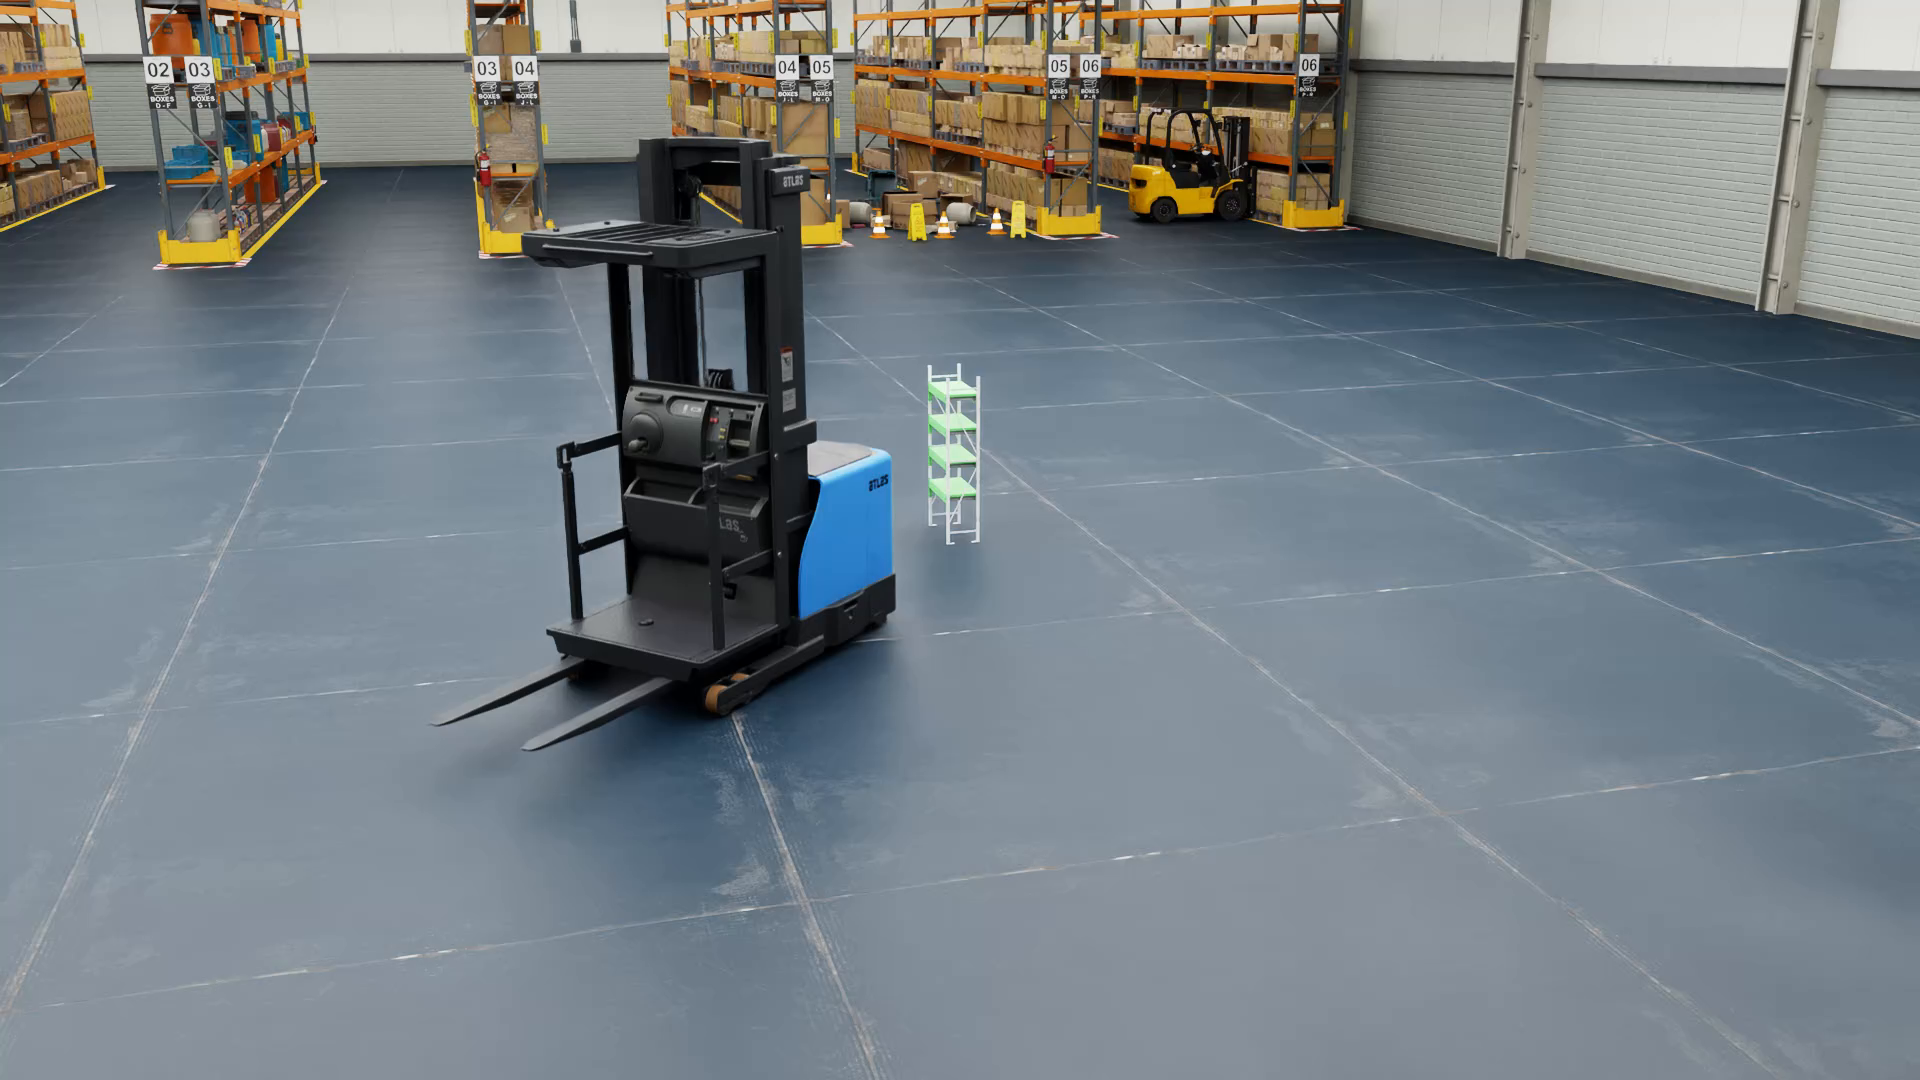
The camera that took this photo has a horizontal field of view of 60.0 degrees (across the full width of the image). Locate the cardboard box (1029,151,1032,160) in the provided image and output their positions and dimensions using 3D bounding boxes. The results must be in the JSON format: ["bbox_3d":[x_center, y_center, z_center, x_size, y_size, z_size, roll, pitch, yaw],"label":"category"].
[{"bbox_3d":[1.509,-7.222,31.216,0.380,0.149,0.250,-5,17,-16],"label":"cardboard box"}]

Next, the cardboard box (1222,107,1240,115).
[{"bbox_3d":[5.694,-8.947,34.705,0.380,0.149,0.250,-4,17,-14],"label":"cardboard box"}]

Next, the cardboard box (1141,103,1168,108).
[{"bbox_3d":[4.626,-10.132,39.563,0.500,0.500,0.500,-4,17,-13],"label":"cardboard box"}]

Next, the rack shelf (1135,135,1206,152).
[{"bbox_3d":[5.166,-8.830,37.385,1.077,0.370,4.000,-5,17,-15],"label":"rack shelf"}]

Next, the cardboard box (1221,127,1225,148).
[{"bbox_3d":[5.746,-8.383,34.473,0.500,0.500,0.500,-4,17,-14],"label":"cardboard box"}]

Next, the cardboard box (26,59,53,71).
[{"bbox_3d":[-20.204,-10.394,36.387,0.500,0.250,0.500,-5,17,-15],"label":"cardboard box"}]

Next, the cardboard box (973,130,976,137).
[{"bbox_3d":[0.482,-8.504,34.754,0.380,0.149,0.250,-5,17,-17],"label":"cardboard box"}]

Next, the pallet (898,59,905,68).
[{"bbox_3d":[-0.955,-11.536,40.261,0.805,0.209,1.217,-5,18,-17],"label":"pallet"}]

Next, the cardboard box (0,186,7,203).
[{"bbox_3d":[-18.679,-6.653,31.961,0.500,0.311,0.500,-5,17,-16],"label":"cardboard box"}]

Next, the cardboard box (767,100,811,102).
[{"bbox_3d":[-3.016,-7.707,30.259,0.875,0.550,0.550,-5,17,-15],"label":"cardboard box"}]

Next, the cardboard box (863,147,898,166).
[{"bbox_3d":[-2.076,-10.347,44.907,0.875,0.438,0.875,-5,18,-17],"label":"cardboard box"}]

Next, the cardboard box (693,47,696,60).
[{"bbox_3d":[-5.946,-11.357,38.756,0.500,0.311,0.500,-5,17,-16],"label":"cardboard box"}]

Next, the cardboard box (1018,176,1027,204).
[{"bbox_3d":[1.426,-6.710,31.822,0.500,0.500,0.500,-4,17,-13],"label":"cardboard box"}]

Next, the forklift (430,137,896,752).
[{"bbox_3d":[-1.568,-0.619,8.917,1.130,2.935,3.031,9,19,28],"label":"forklift"}]

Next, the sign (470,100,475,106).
[{"bbox_3d":[-10.216,-9.061,34.889,0.100,0.325,0.005,-5,17,-15],"label":"sign"}]

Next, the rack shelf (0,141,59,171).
[{"bbox_3d":[-19.759,-7.977,34.546,1.077,0.370,4.000,-5,17,-15],"label":"rack shelf"}]

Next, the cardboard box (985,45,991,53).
[{"bbox_3d":[0.717,-9.813,33.244,0.380,0.149,0.250,-5,17,-16],"label":"cardboard box"}]

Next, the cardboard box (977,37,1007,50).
[{"bbox_3d":[0.663,-10.184,34.088,0.500,0.250,0.500,-4,17,-14],"label":"cardboard box"}]

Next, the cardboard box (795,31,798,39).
[{"bbox_3d":[-2.752,-9.048,29.793,0.380,0.149,0.250,-5,17,-16],"label":"cardboard box"}]

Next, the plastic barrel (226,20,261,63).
[{"bbox_3d":[-14.599,-10.160,33.871,0.600,0.830,0.708,-5,17,-15],"label":"plastic barrel"}]

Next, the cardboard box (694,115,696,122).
[{"bbox_3d":[-5.888,-9.667,38.110,0.380,0.149,0.250,-5,17,-16],"label":"cardboard box"}]

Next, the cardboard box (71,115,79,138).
[{"bbox_3d":[-20.607,-9.506,38.211,0.500,0.500,0.500,-5,17,-16],"label":"cardboard box"}]

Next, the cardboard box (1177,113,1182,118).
[{"bbox_3d":[5.029,-9.408,36.757,0.380,0.149,0.250,-5,17,-15],"label":"cardboard box"}]

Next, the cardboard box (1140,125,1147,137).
[{"bbox_3d":[4.504,-9.514,38.672,0.500,0.250,0.500,-5,17,-15],"label":"cardboard box"}]

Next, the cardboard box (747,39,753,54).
[{"bbox_3d":[-3.643,-9.129,30.754,0.500,0.250,0.500,-5,17,-16],"label":"cardboard box"}]

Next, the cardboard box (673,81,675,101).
[{"bbox_3d":[-7.072,-11.513,42.637,0.500,0.500,0.500,-4,17,-14],"label":"cardboard box"}]

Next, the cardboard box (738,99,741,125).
[{"bbox_3d":[-4.073,-8.614,33.504,0.700,0.500,0.500,-5,17,-16],"label":"cardboard box"}]

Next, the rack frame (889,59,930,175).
[{"bbox_3d":[-1.254,-10.441,41.496,1.000,3.000,0.127,-5,17,-15],"label":"rack frame"}]

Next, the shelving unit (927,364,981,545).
[{"bbox_3d":[-0.045,-0.620,11.932,0.258,1.200,0.503,-5,17,-15],"label":"shelving unit"}]

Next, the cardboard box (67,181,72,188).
[{"bbox_3d":[-20.463,-8.101,37.866,0.380,0.166,0.250,-5,17,-15],"label":"cardboard box"}]

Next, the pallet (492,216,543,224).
[{"bbox_3d":[-8.365,-5.926,31.313,1.003,0.211,1.213,-5,17,-15],"label":"pallet"}]

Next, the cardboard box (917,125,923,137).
[{"bbox_3d":[-0.699,-9.522,38.698,0.500,0.250,0.500,-4,17,-14],"label":"cardboard box"}]

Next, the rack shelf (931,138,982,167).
[{"bbox_3d":[0.395,-8.437,36.075,1.077,0.370,4.000,-5,17,-15],"label":"rack shelf"}]

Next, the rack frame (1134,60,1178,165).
[{"bbox_3d":[4.617,-9.728,39.123,1.000,3.000,0.127,-5,17,-15],"label":"rack frame"}]

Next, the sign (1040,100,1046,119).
[{"bbox_3d":[1.505,-7.789,30.107,0.100,0.325,0.005,-5,17,-15],"label":"sign"}]

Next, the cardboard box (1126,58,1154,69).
[{"bbox_3d":[4.242,-11.215,39.122,0.500,0.250,0.500,-5,18,-17],"label":"cardboard box"}]

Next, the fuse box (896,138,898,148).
[{"bbox_3d":[-1.866,-12.614,50.970,0.539,1.711,0.414,-5,17,-15],"label":"fuse box"}]

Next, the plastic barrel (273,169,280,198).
[{"bbox_3d":[-14.907,-7.652,35.674,0.600,0.588,0.708,-5,17,-15],"label":"plastic barrel"}]

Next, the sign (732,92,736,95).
[{"bbox_3d":[-5.453,-10.621,40.083,0.100,0.325,0.005,-5,17,-15],"label":"sign"}]

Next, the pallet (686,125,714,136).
[{"bbox_3d":[-5.916,-9.707,39.386,1.003,0.211,1.213,-5,17,-15],"label":"pallet"}]

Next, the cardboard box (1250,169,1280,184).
[{"bbox_3d":[6.095,-7.260,33.220,0.500,0.250,0.500,-4,17,-15],"label":"cardboard box"}]

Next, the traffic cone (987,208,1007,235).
[{"bbox_3d":[0.685,-5.924,30.868,0.336,0.463,0.334,-5,17,-15],"label":"traffic cone"}]

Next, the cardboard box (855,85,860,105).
[{"bbox_3d":[-2.495,-11.919,44.505,0.500,0.500,0.500,-5,17,-16],"label":"cardboard box"}]

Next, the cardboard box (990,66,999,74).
[{"bbox_3d":[0.810,-9.362,33.126,0.380,0.149,0.250,-5,17,-15],"label":"cardboard box"}]

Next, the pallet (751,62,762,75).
[{"bbox_3d":[-3.241,-8.639,30.437,1.003,0.211,1.213,-5,17,-15],"label":"pallet"}]

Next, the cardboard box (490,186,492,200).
[{"bbox_3d":[-9.480,-7.381,34.889,0.700,0.500,0.500,-6,18,-18],"label":"cardboard box"}]

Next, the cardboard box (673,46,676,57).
[{"bbox_3d":[-6.942,-12.305,41.881,0.500,0.250,0.500,-4,17,-15],"label":"cardboard box"}]

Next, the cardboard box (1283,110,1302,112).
[{"bbox_3d":[6.675,-8.494,33.196,0.380,0.149,0.250,-5,17,-17],"label":"cardboard box"}]

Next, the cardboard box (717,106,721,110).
[{"bbox_3d":[-5.544,-10.146,39.187,0.380,0.149,0.250,-5,18,-17],"label":"cardboard box"}]

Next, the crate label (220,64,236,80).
[{"bbox_3d":[-12.444,-7.856,27.935,0.502,0.251,0.408,-5,17,-15],"label":"crate label"}]

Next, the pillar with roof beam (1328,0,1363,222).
[{"bbox_3d":[3.351,-10.312,30.638,9.100,9.000,0.400,-5,17,-15],"label":"pillar with roof beam"}]

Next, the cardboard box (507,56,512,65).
[{"bbox_3d":[-7.338,-7.988,27.685,0.380,0.149,0.250,-5,17,-16],"label":"cardboard box"}]

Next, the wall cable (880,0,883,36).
[{"bbox_3d":[-3.464,-16.030,49.676,2.355,3.000,0.029,-5,17,-15],"label":"wall cable"}]

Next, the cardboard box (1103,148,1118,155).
[{"bbox_3d":[3.779,-9.672,41.426,0.380,0.149,0.250,-4,17,-13],"label":"cardboard box"}]

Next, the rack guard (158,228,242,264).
[{"bbox_3d":[-12.313,-4.767,26.952,1.175,0.500,0.348,-5,17,-15],"label":"rack guard"}]
